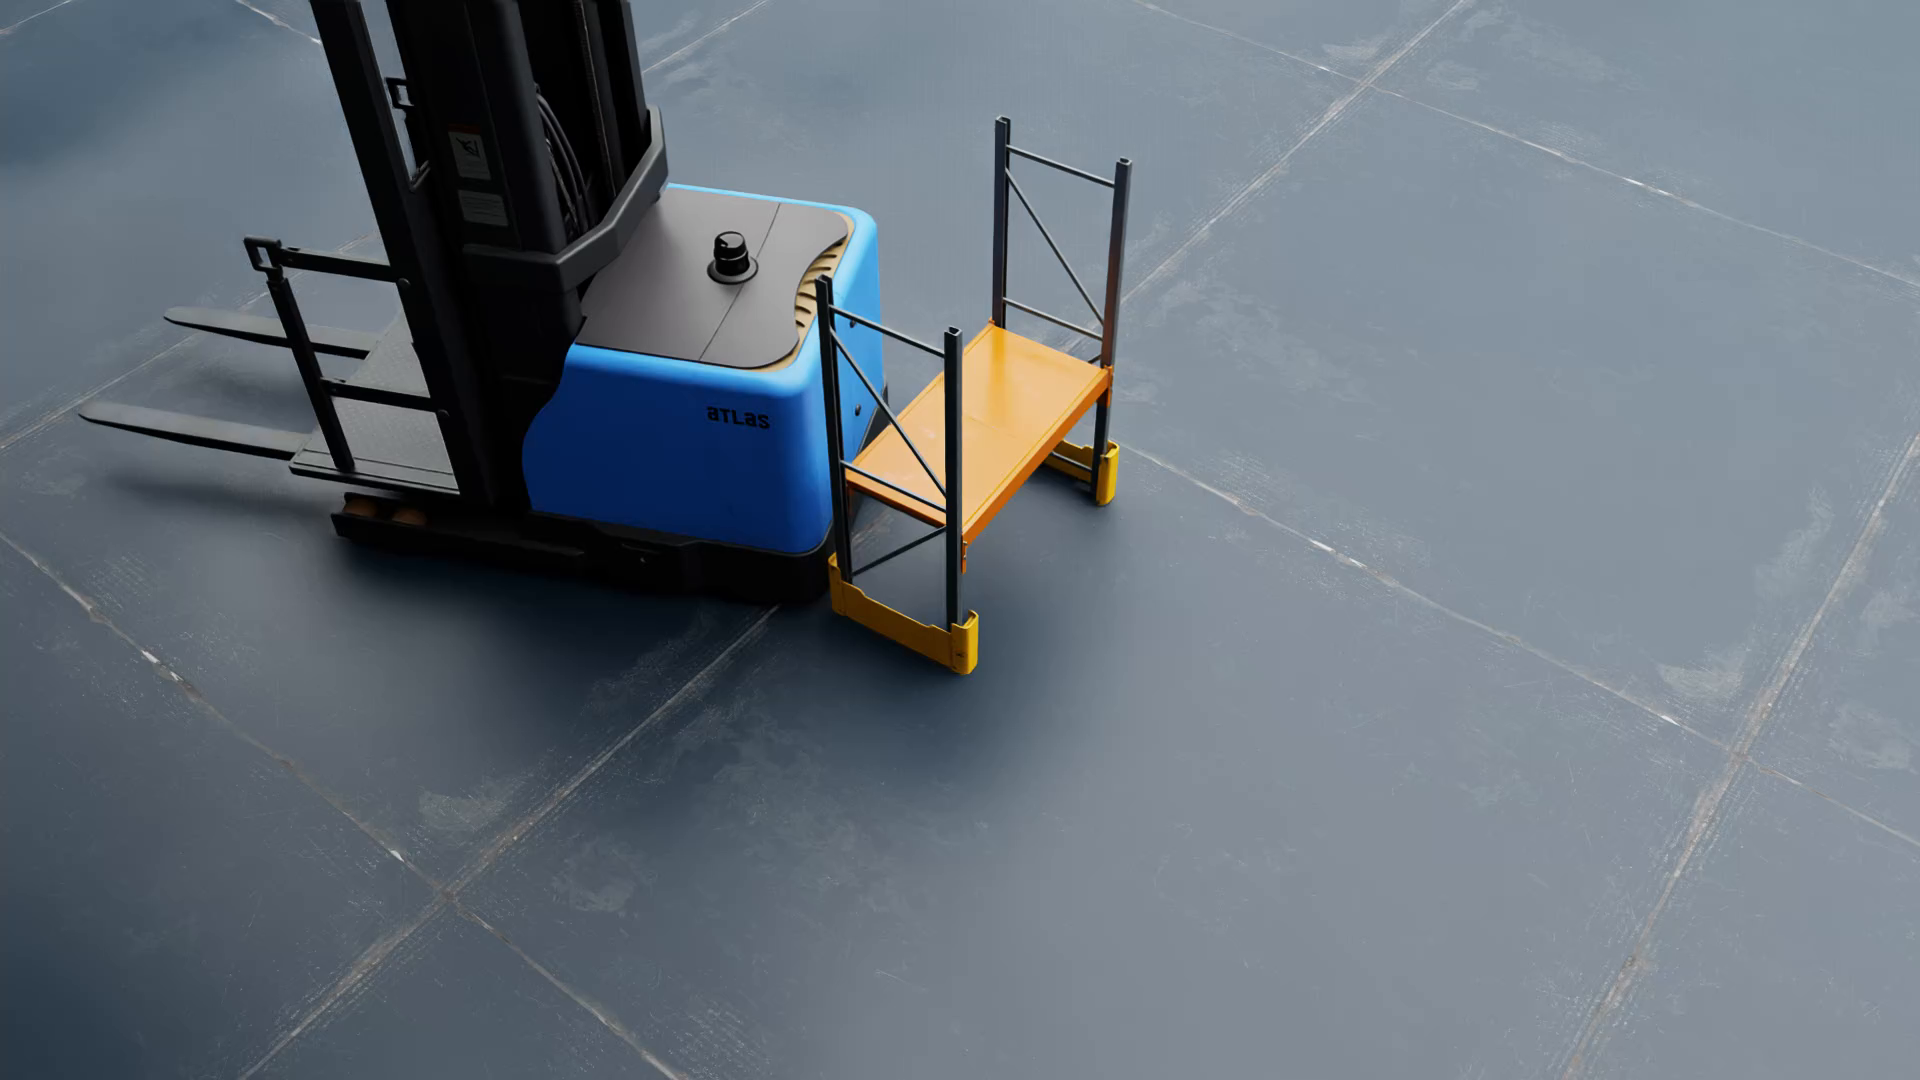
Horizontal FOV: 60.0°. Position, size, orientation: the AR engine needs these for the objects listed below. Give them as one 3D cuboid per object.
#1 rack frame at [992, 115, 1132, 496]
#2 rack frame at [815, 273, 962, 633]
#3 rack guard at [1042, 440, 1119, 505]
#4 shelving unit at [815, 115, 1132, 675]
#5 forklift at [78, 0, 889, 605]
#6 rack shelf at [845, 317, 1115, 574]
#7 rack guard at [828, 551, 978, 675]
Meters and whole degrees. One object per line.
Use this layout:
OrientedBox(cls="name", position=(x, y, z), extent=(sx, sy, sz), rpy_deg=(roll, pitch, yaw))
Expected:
OrientedBox(cls="rack frame", position=(0.335, -0.788, 5.966), extent=(0.500, 1.500, 0.032), rpy_deg=(25, 51, 22))
OrientedBox(cls="rack frame", position=(-0.212, -0.168, 5.374), extent=(0.500, 1.500, 0.032), rpy_deg=(25, 51, 22))
OrientedBox(cls="rack guard", position=(0.335, -0.356, 6.417), extent=(0.587, 0.250, 0.087), rpy_deg=(25, 51, 22))
OrientedBox(cls="shelving unit", position=(0.067, -0.484, 5.675), extent=(0.587, 1.500, 1.083), rpy_deg=(25, 51, 22))
OrientedBox(cls="forklift", position=(-1.852, -1.337, 5.500), extent=(3.031, 2.935, 1.130), rpy_deg=(9, 47, 9))
OrientedBox(cls="rack shelf", position=(0.062, -0.354, 5.800), extent=(0.538, 0.185, 1.000), rpy_deg=(25, 51, 22))
OrientedBox(cls="rack guard", position=(-0.201, 0.251, 5.837), extent=(0.587, 0.250, 0.087), rpy_deg=(25, 51, 22))
